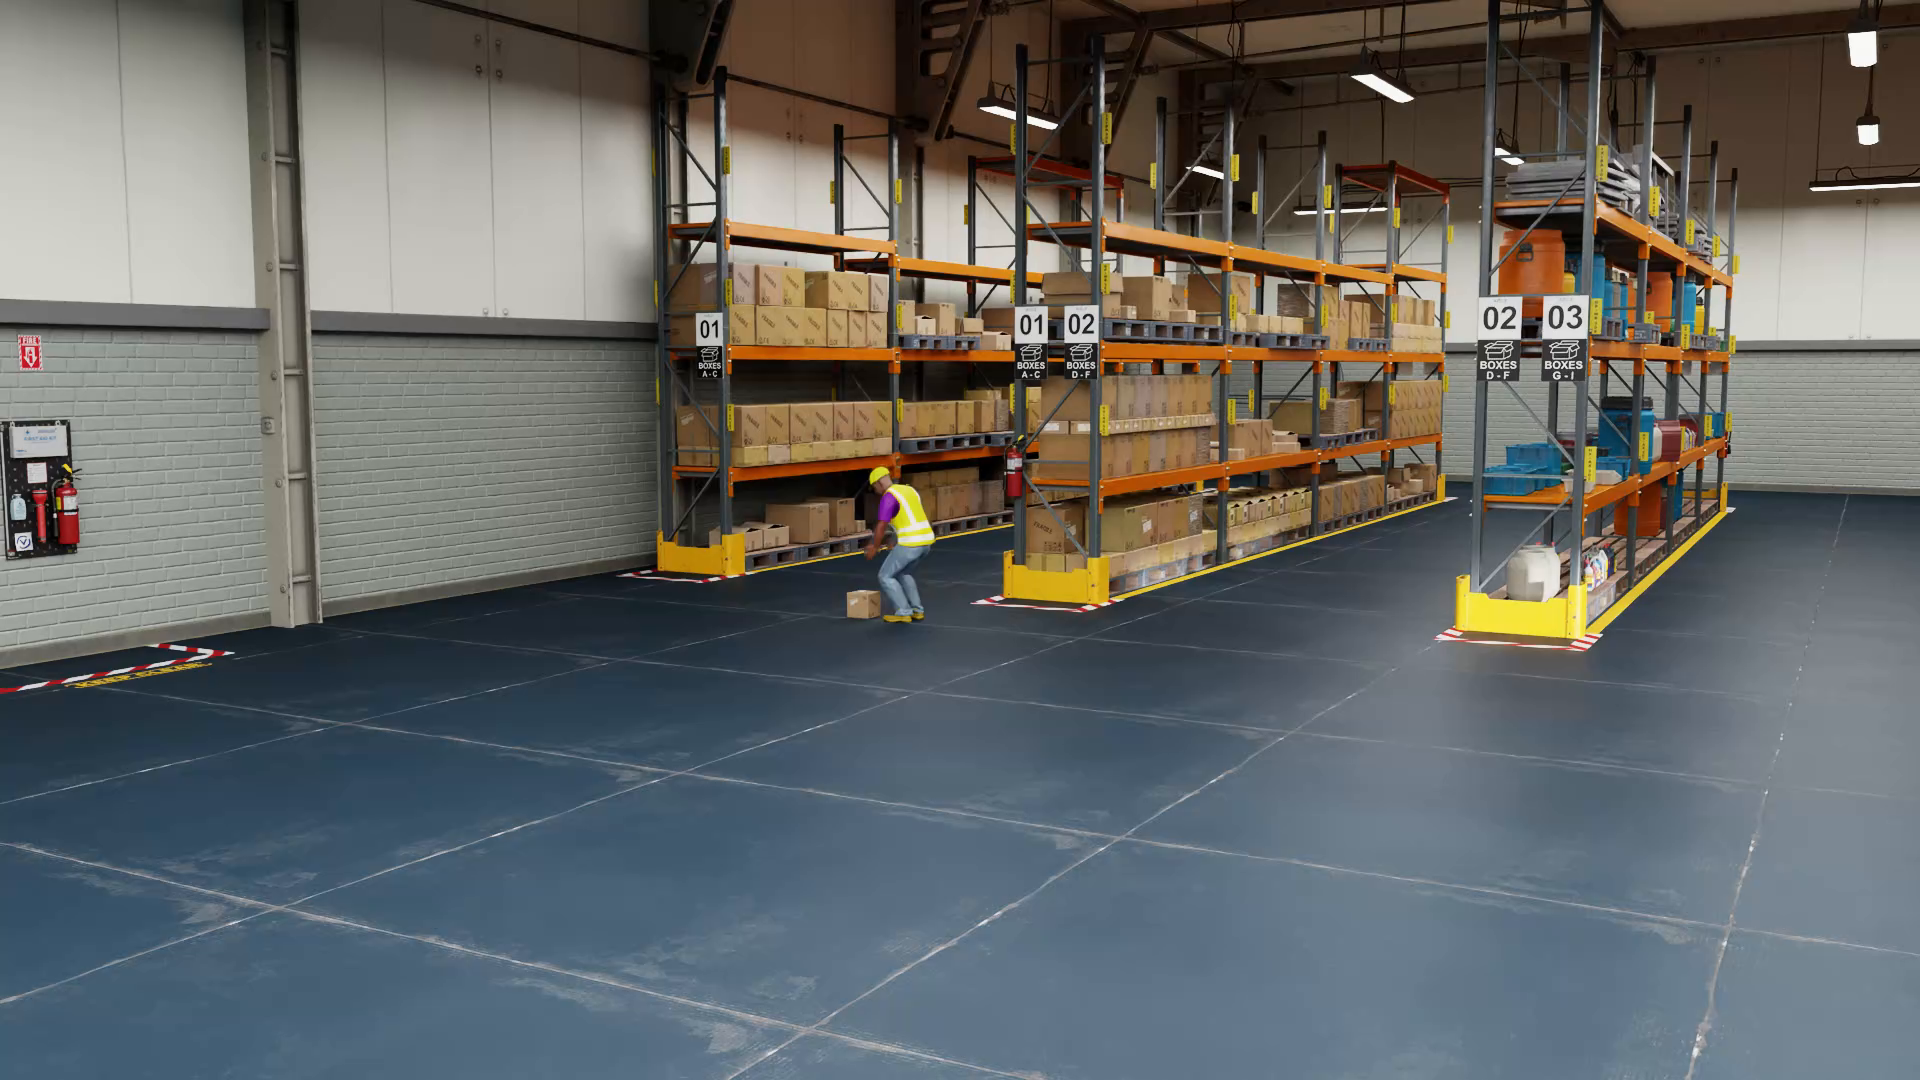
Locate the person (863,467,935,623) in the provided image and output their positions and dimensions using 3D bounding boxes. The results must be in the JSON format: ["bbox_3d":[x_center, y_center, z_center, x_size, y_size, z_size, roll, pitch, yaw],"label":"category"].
[{"bbox_3d":[-0.618,0.042,16.711,0.666,1.543,0.625,3,7,29],"label":"person"}]
